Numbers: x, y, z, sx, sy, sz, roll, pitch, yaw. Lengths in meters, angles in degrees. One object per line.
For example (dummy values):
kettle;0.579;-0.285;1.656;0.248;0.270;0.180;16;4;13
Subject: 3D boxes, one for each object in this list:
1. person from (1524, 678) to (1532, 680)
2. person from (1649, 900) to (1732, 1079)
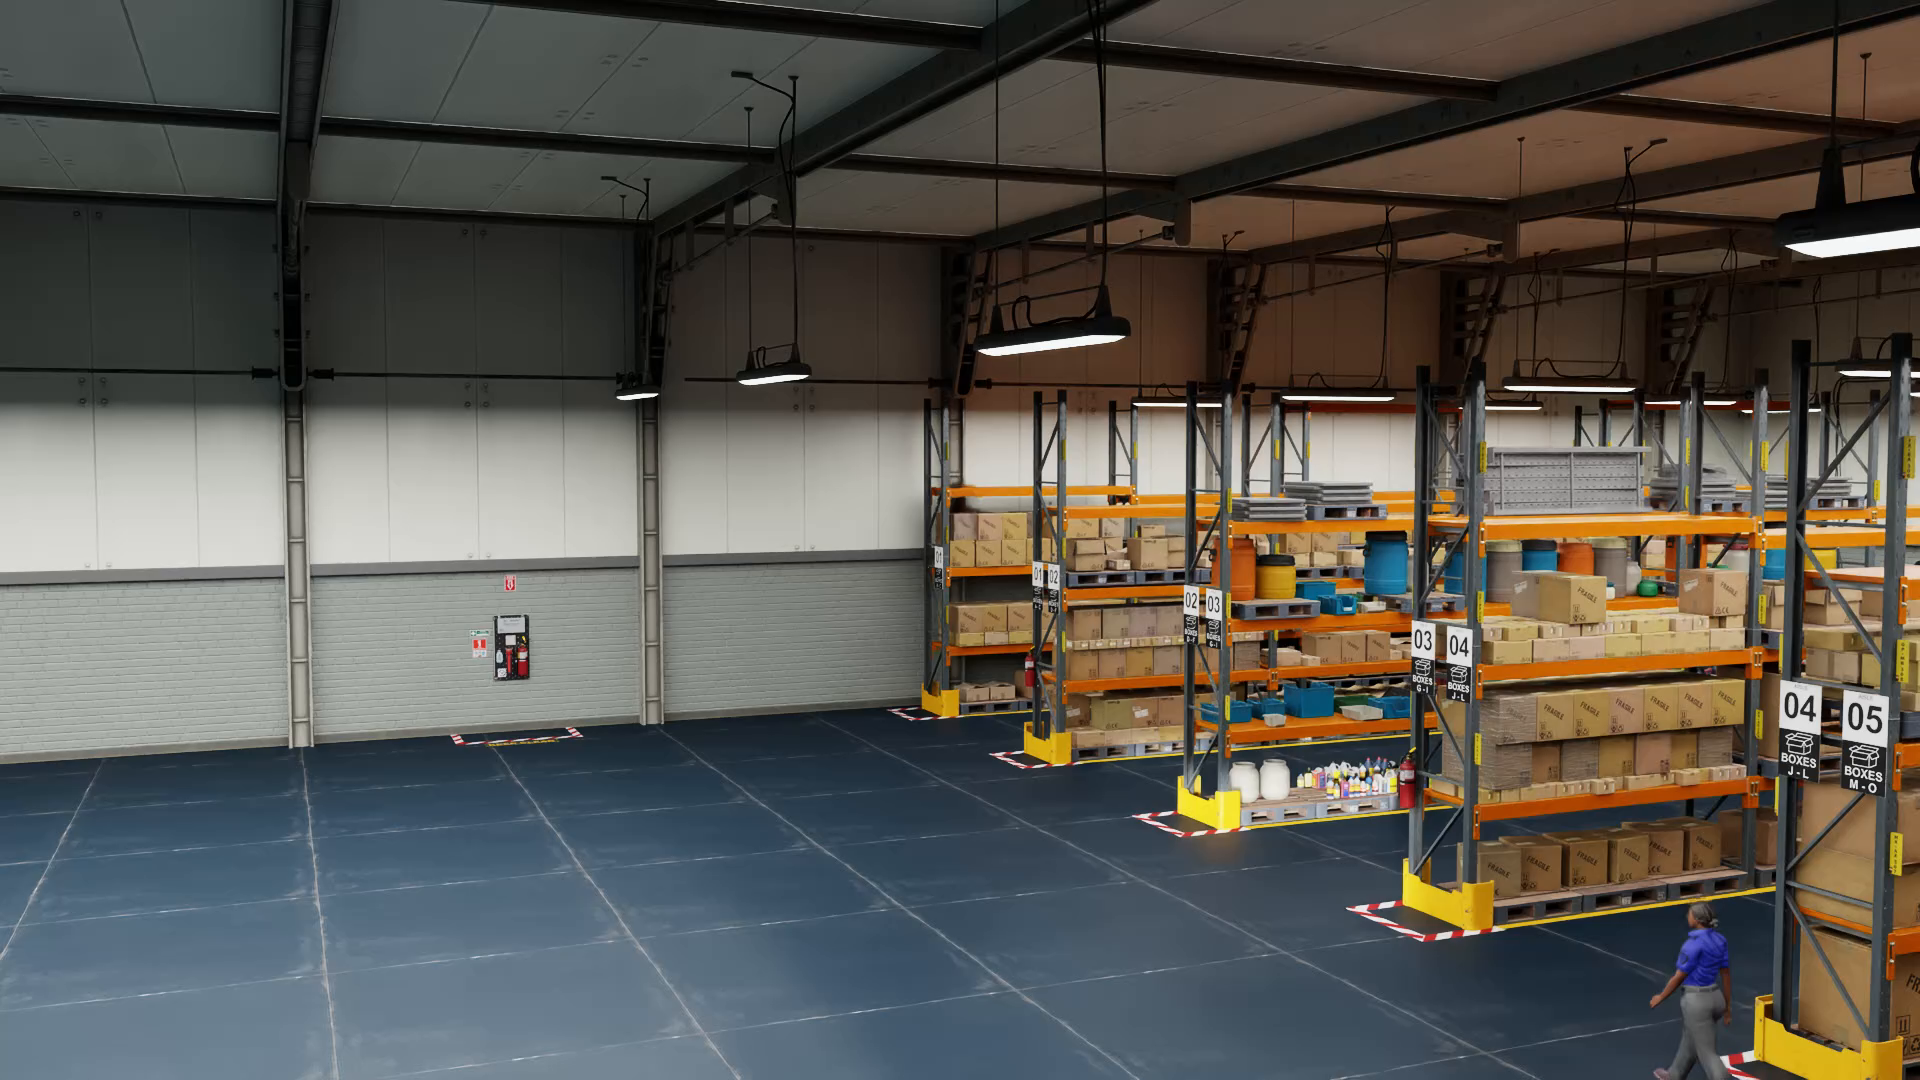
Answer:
person;10.032;2.675;29.071;0.939;1.546;0.391;-2;4;-25
person;5.688;3.585;12.901;0.485;1.593;0.950;-2;4;-29
